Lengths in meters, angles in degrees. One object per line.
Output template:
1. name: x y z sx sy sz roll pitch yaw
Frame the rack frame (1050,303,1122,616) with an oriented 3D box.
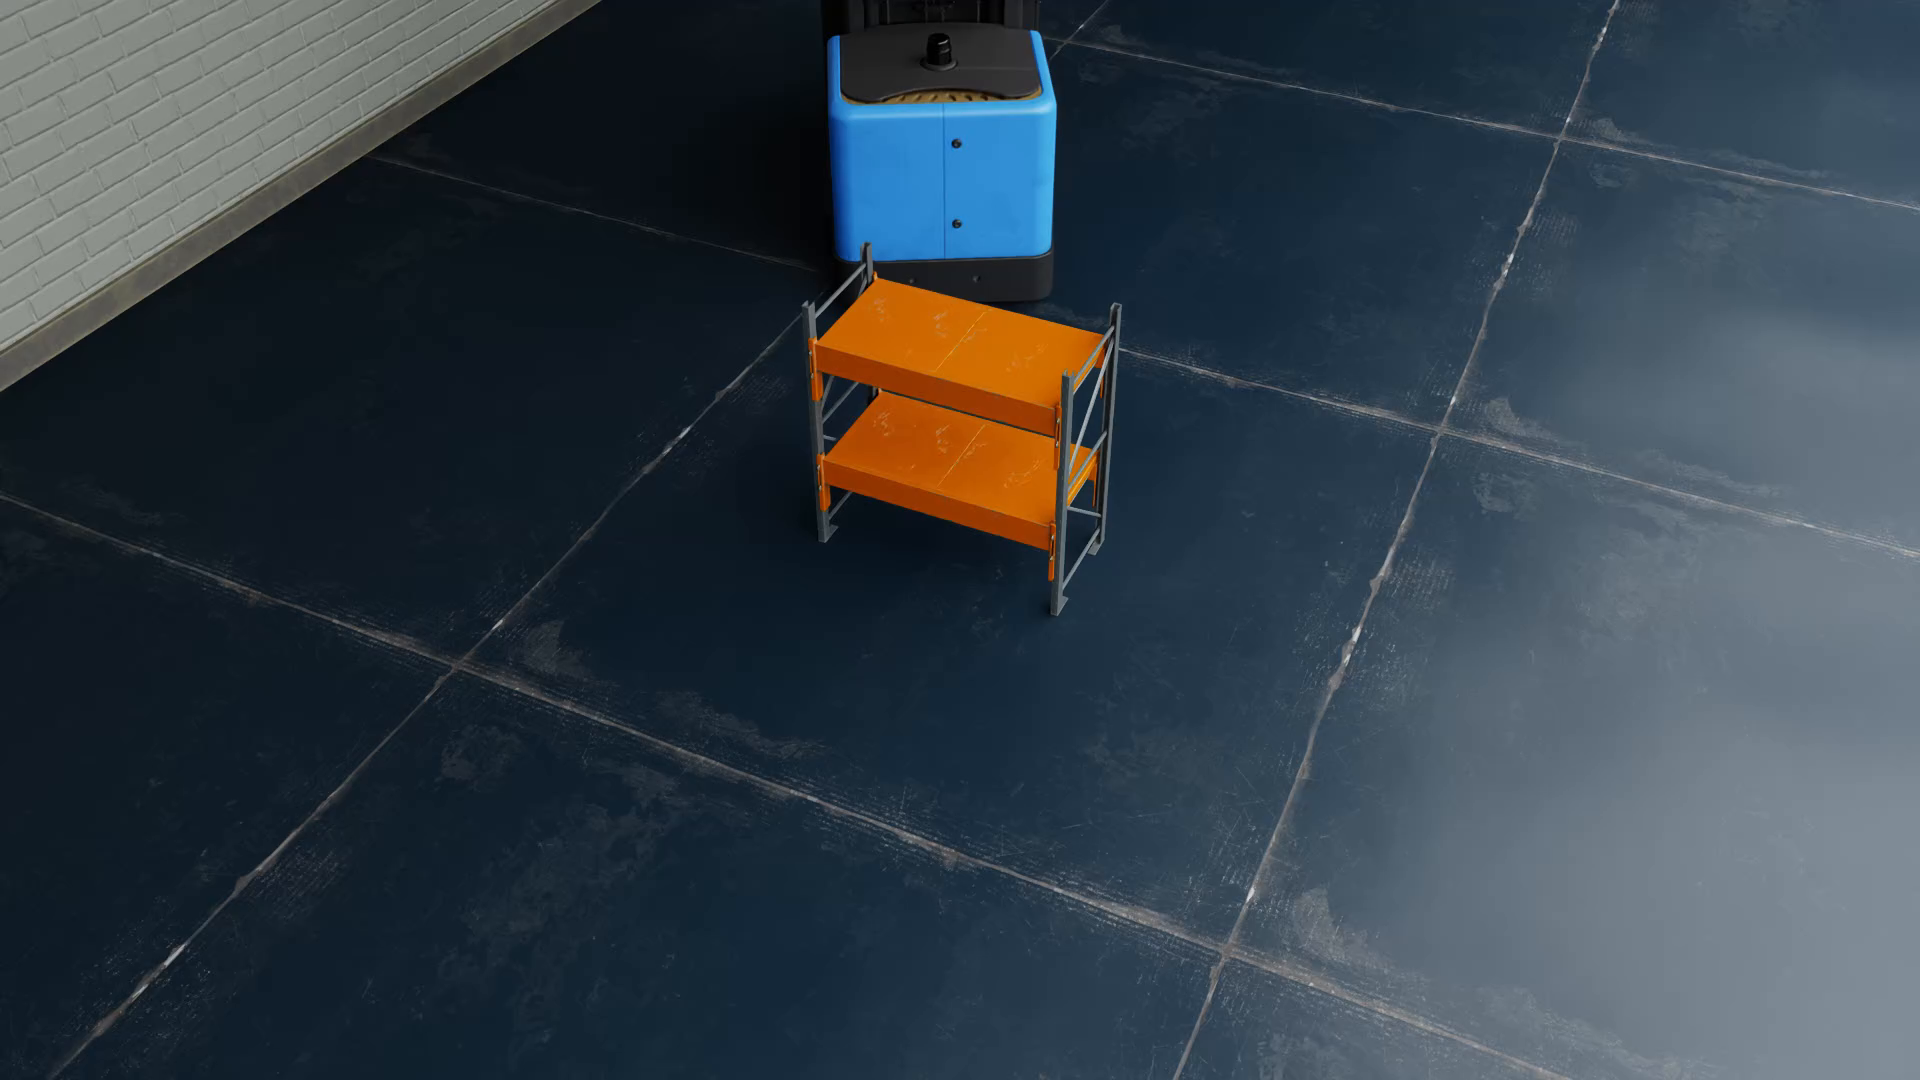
1. rack frame: 0.467 -0.282 6.217 0.032 1.125 0.500 17 44 19

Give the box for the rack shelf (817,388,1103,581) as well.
1. rack shelf: 0.006 -0.238 6.540 1.000 0.278 0.538 17 44 19

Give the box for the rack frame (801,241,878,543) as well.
1. rack frame: -0.455 -0.564 6.542 0.032 1.125 0.500 17 44 19

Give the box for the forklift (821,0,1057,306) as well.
1. forklift: -0.165 -3.171 8.171 1.130 2.935 3.031 -2 41 -3

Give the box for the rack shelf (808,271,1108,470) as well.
1. rack shelf: 0.006 -0.644 6.188 1.000 0.278 0.538 17 44 19

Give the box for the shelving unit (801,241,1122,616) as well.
1. shelving unit: 0.006 -0.423 6.379 1.048 1.125 0.538 17 44 19
